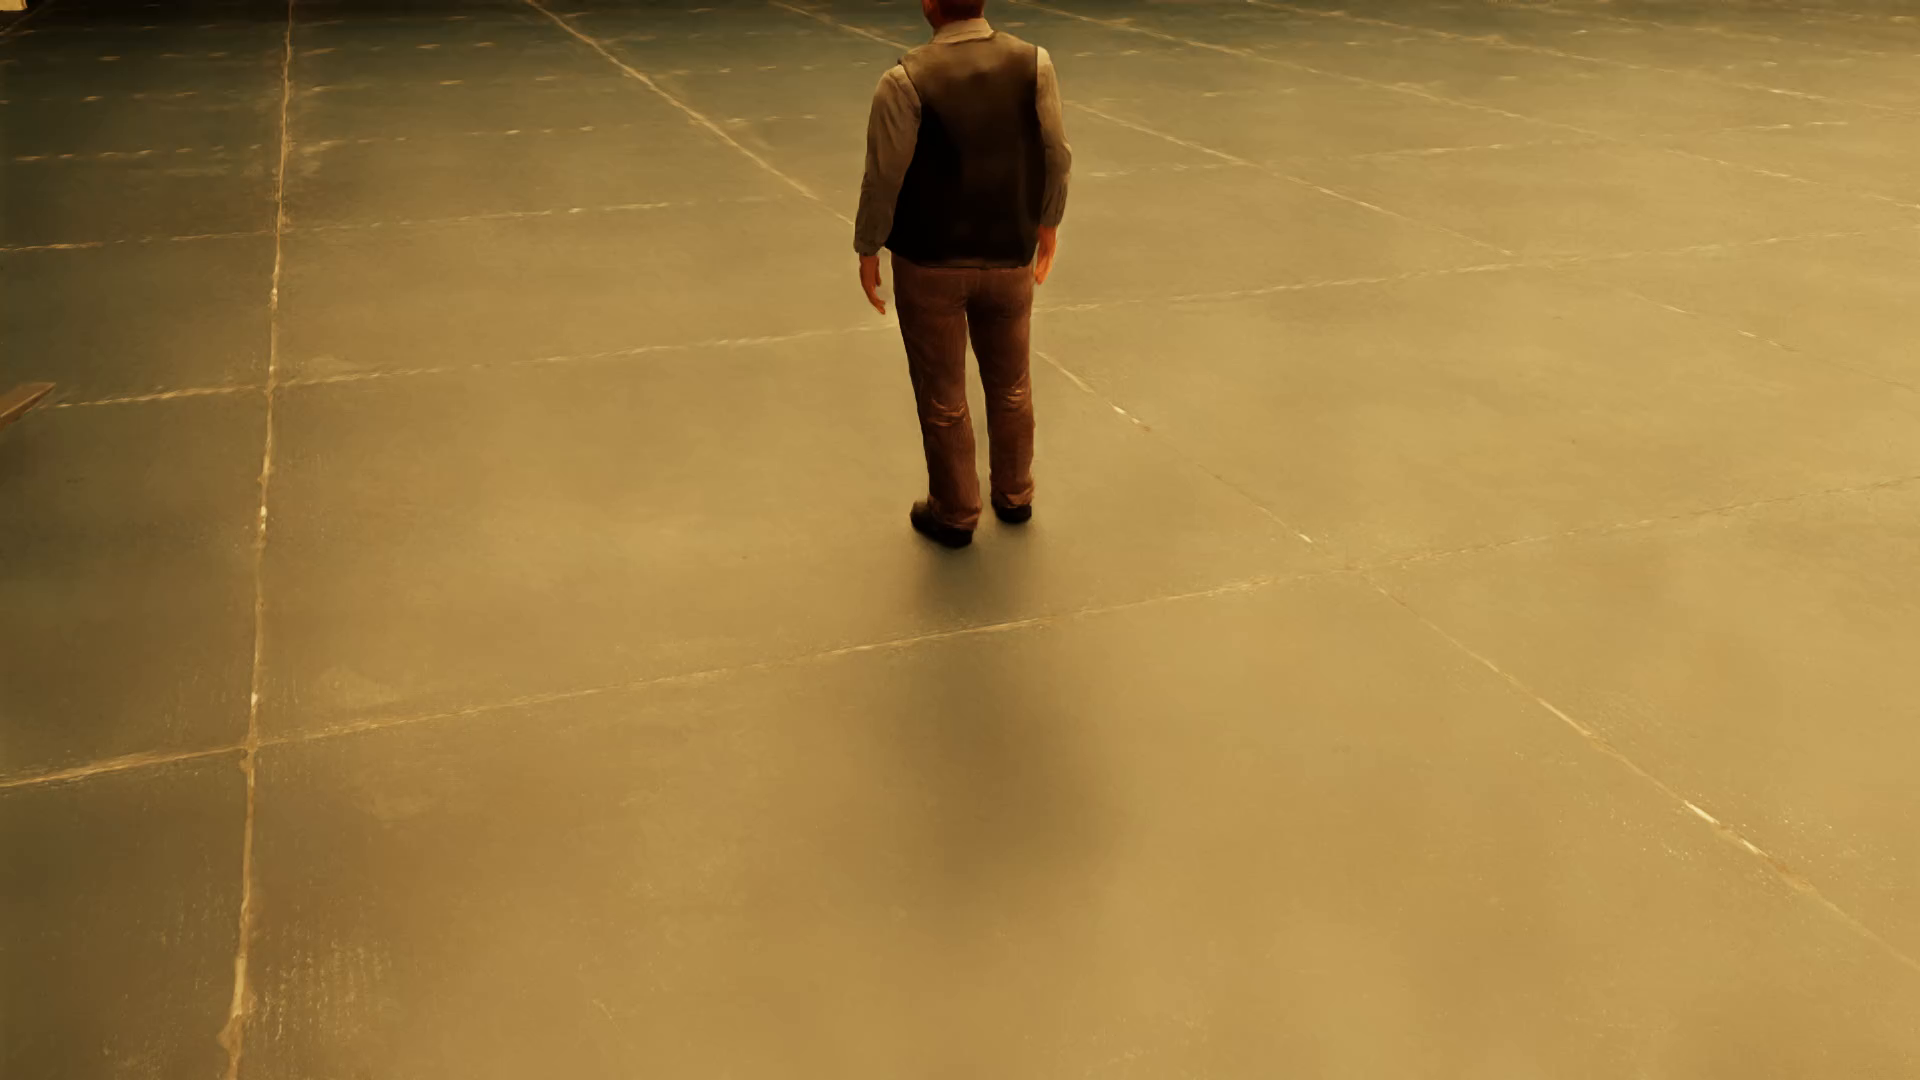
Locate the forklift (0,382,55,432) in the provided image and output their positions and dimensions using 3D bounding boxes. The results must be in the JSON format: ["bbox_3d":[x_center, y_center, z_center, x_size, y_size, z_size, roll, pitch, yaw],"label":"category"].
[{"bbox_3d":[-3.497,-1.110,3.939,1.130,2.935,3.031,0,23,0],"label":"forklift"}]

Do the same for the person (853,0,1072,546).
[{"bbox_3d":[-0.014,-0.824,4.800,0.632,1.720,0.567,-8,24,-18],"label":"person"}]
